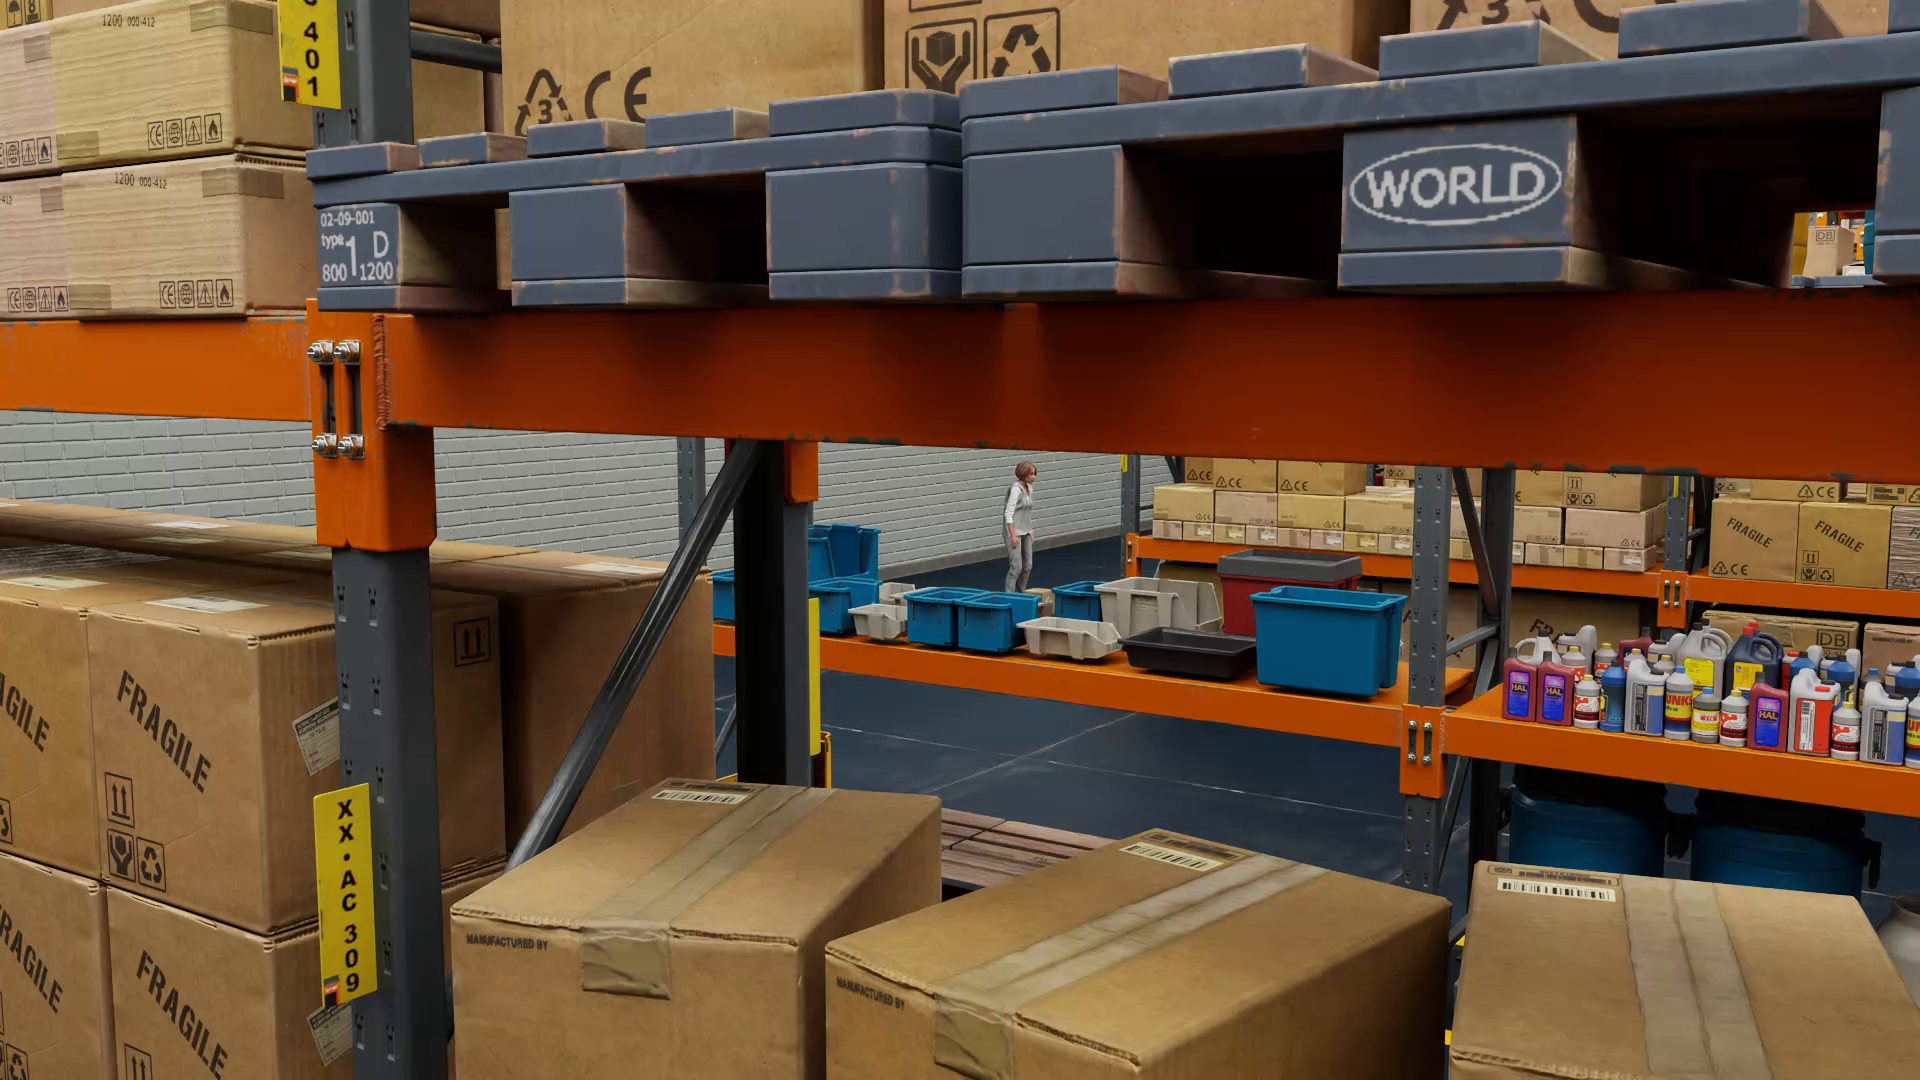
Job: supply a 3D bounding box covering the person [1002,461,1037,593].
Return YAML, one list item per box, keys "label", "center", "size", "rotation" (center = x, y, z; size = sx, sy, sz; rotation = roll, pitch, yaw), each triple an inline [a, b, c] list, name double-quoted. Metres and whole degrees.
- label: "person"
  center: [0.625, -0.031, 17.466]
  size: [0.341, 1.594, 0.485]
  rotation: [4, 8, 30]
